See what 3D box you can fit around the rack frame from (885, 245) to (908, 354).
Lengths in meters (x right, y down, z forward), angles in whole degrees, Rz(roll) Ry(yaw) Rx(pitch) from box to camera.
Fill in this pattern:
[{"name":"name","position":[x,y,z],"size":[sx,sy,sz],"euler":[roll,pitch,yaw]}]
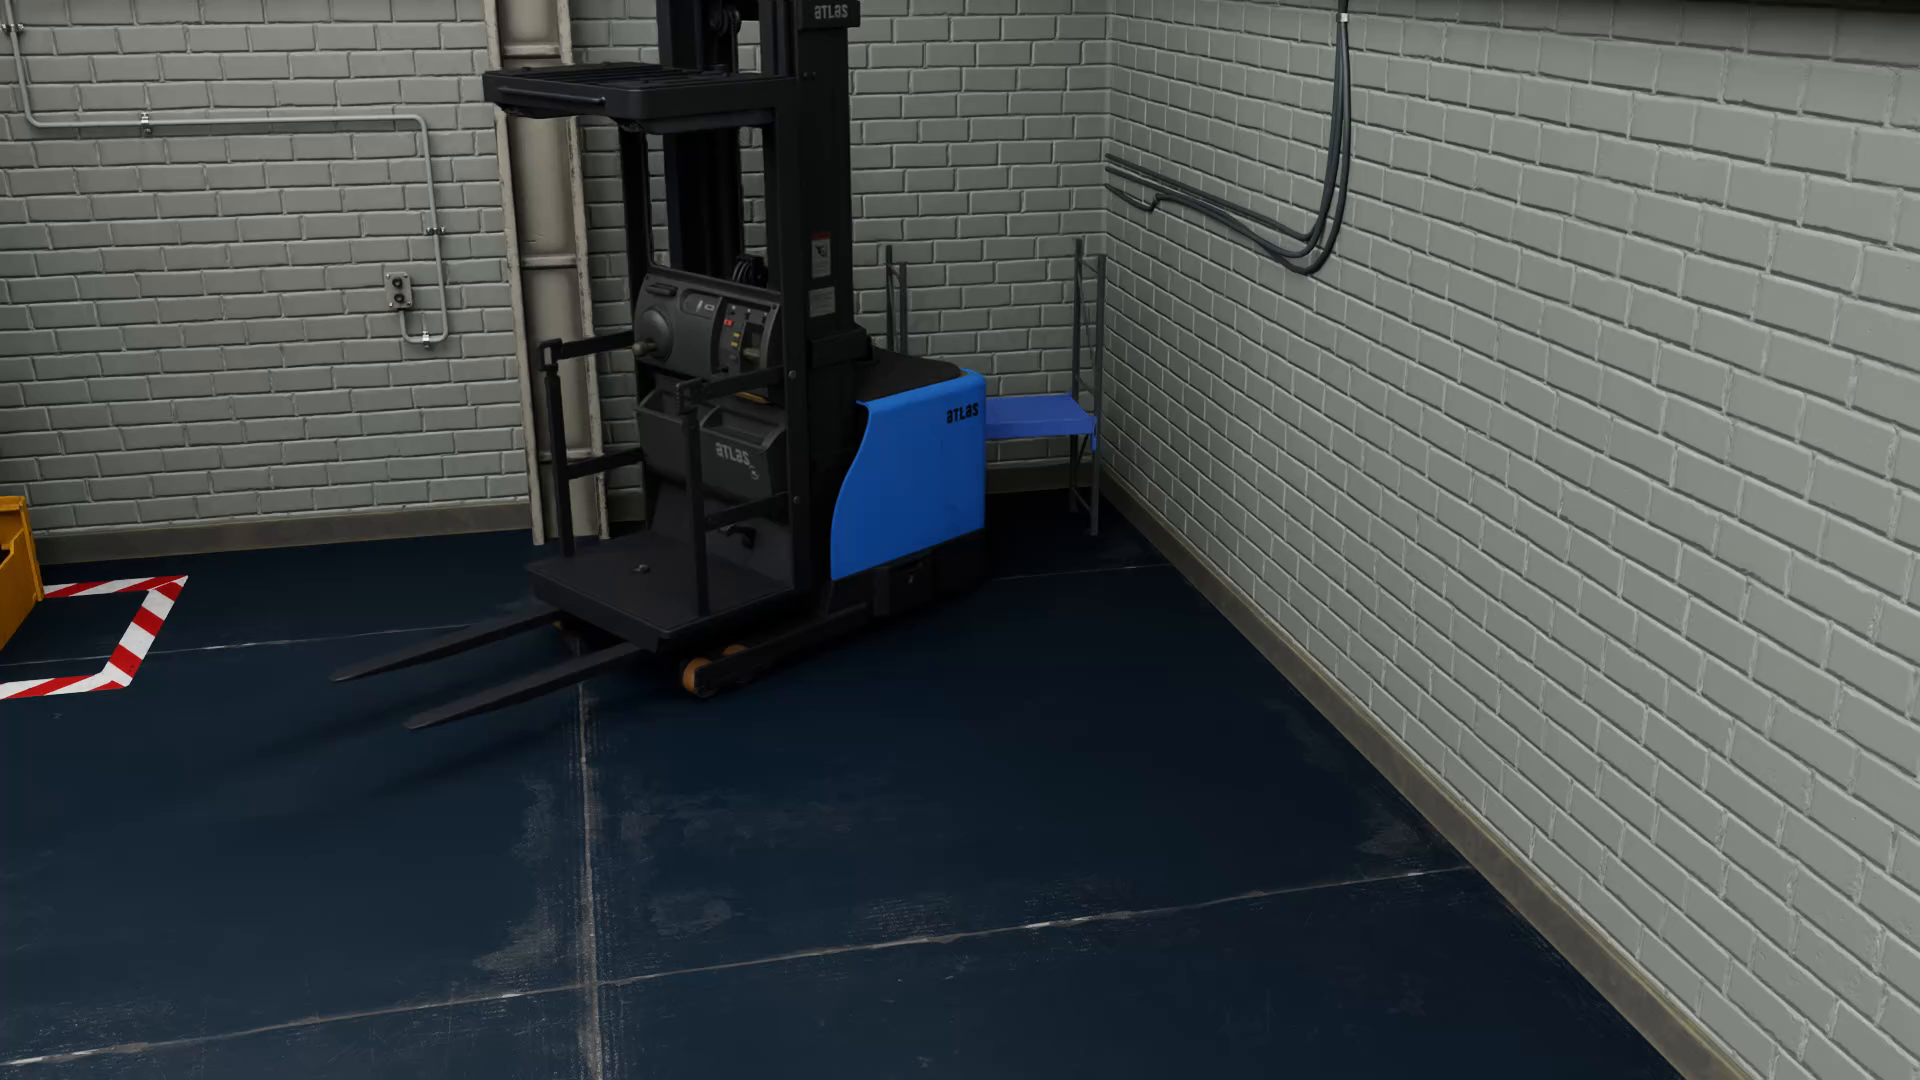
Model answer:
[{"name":"rack frame","position":[-0.325,-0.745,8.667],"size":[0.032,1.500,0.500],"euler":[-4,20,-10]}]

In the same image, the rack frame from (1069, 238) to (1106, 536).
[{"name":"rack frame","position":[0.673,-0.811,8.849],"size":[0.032,1.500,0.500],"euler":[-4,20,-10]}]

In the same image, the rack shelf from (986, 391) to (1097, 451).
[{"name":"rack shelf","position":[0.174,-0.609,8.820],"size":[1.000,0.185,0.538],"euler":[-4,20,-10]}]

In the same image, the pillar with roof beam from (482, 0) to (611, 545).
[{"name":"pillar with roof beam","position":[-1.092,-2.824,3.440],"size":[0.400,9.000,9.100],"euler":[-5,21,-12]}]

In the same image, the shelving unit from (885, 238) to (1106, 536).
[{"name":"shelving unit","position":[0.174,-0.778,8.758],"size":[1.048,1.500,0.538],"euler":[-4,20,-10]}]

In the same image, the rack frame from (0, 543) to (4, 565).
[{"name":"rack frame","position":[-4.511,-0.945,7.032],"size":[0.127,3.000,1.000],"euler":[-5,21,-12]}]

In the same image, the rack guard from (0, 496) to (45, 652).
[{"name":"rack guard","position":[-4.487,0.227,7.467],"size":[0.348,0.500,1.175],"euler":[-5,21,-12]}]

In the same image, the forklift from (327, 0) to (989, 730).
[{"name":"forklift","position":[-1.246,-0.911,7.041],"size":[1.130,2.935,3.031],"euler":[18,27,41]}]

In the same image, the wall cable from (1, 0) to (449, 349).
[{"name":"wall cable","position":[-3.482,-1.840,7.999],"size":[1.851,1.984,0.084],"euler":[-5,21,-12]}]

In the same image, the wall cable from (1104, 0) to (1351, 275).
[{"name":"wall cable","position":[1.076,-2.632,7.430],"size":[0.112,2.526,3.097],"euler":[-5,21,-12]}]
